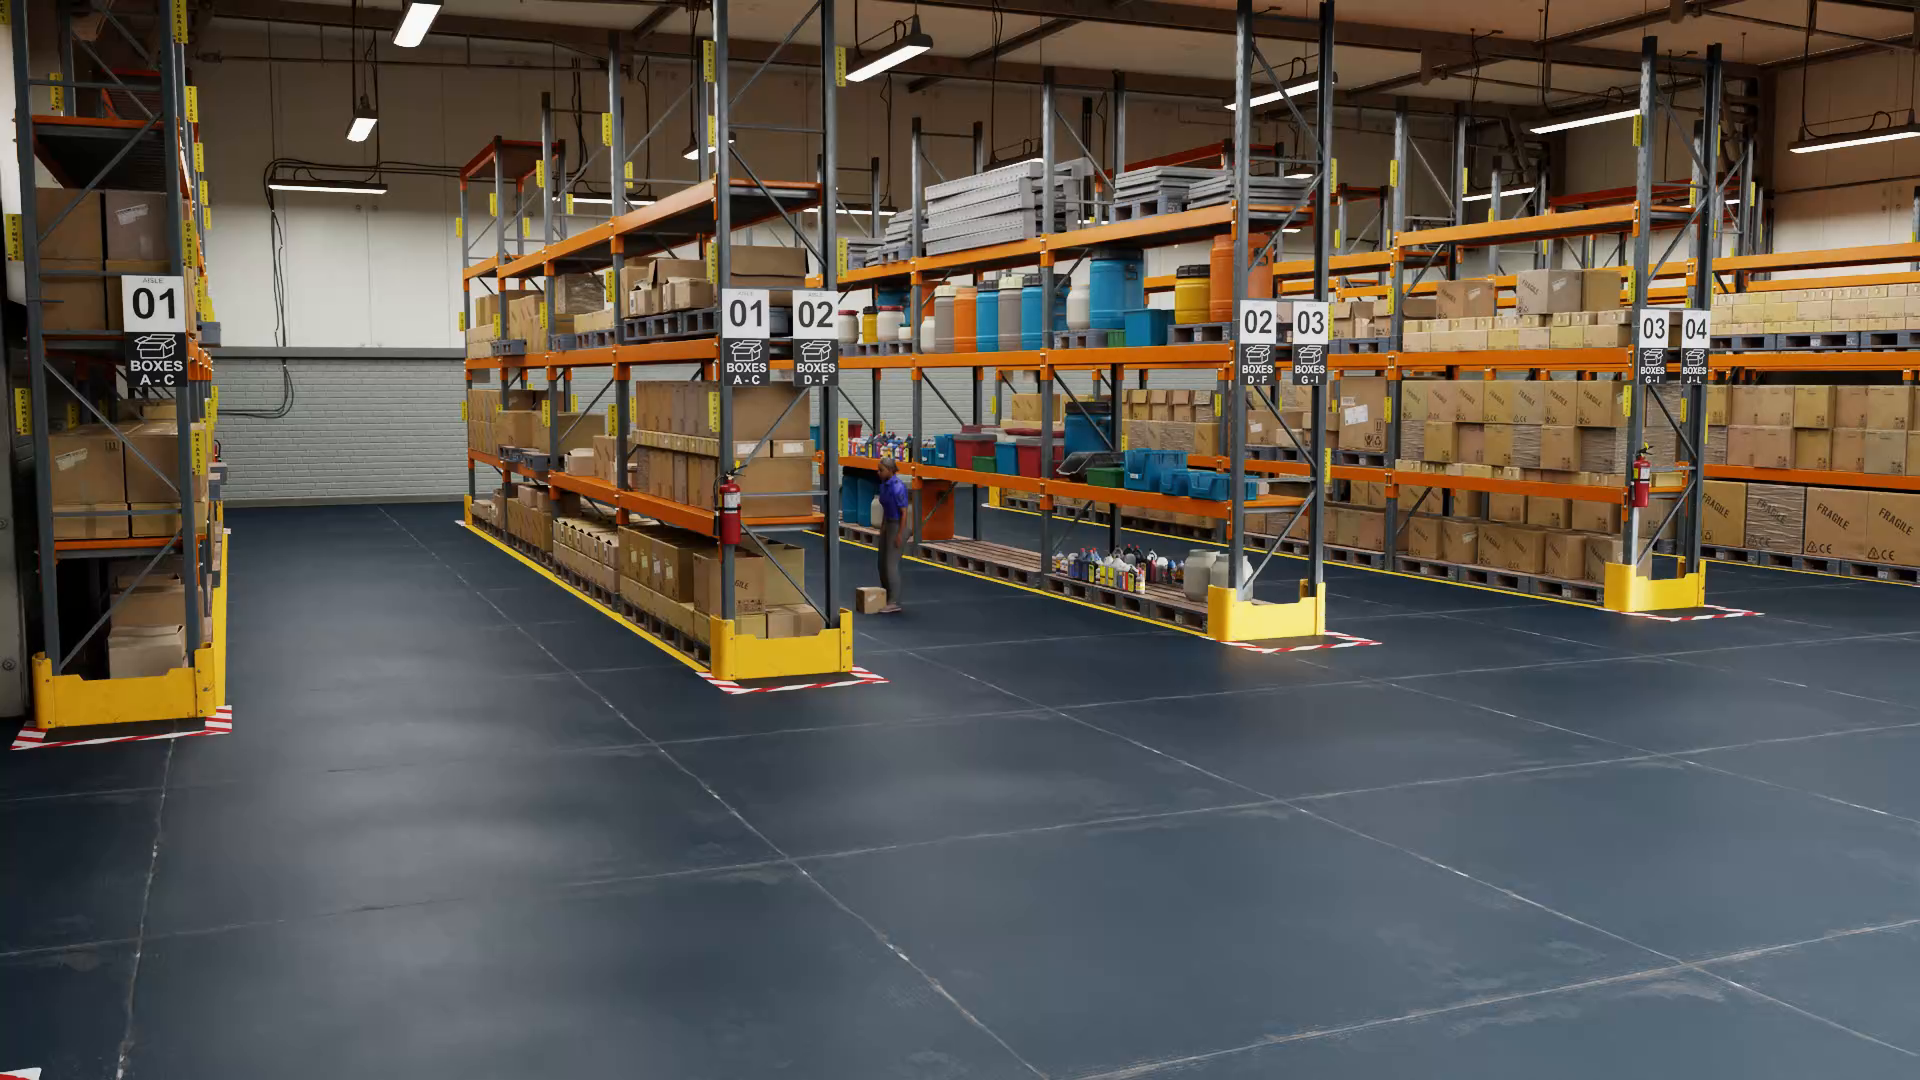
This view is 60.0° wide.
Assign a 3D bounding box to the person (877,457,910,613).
[{"bbox_3d":[-0.759,-0.065,17.709,0.402,1.653,0.523,-3,6,-27],"label":"person"}]
